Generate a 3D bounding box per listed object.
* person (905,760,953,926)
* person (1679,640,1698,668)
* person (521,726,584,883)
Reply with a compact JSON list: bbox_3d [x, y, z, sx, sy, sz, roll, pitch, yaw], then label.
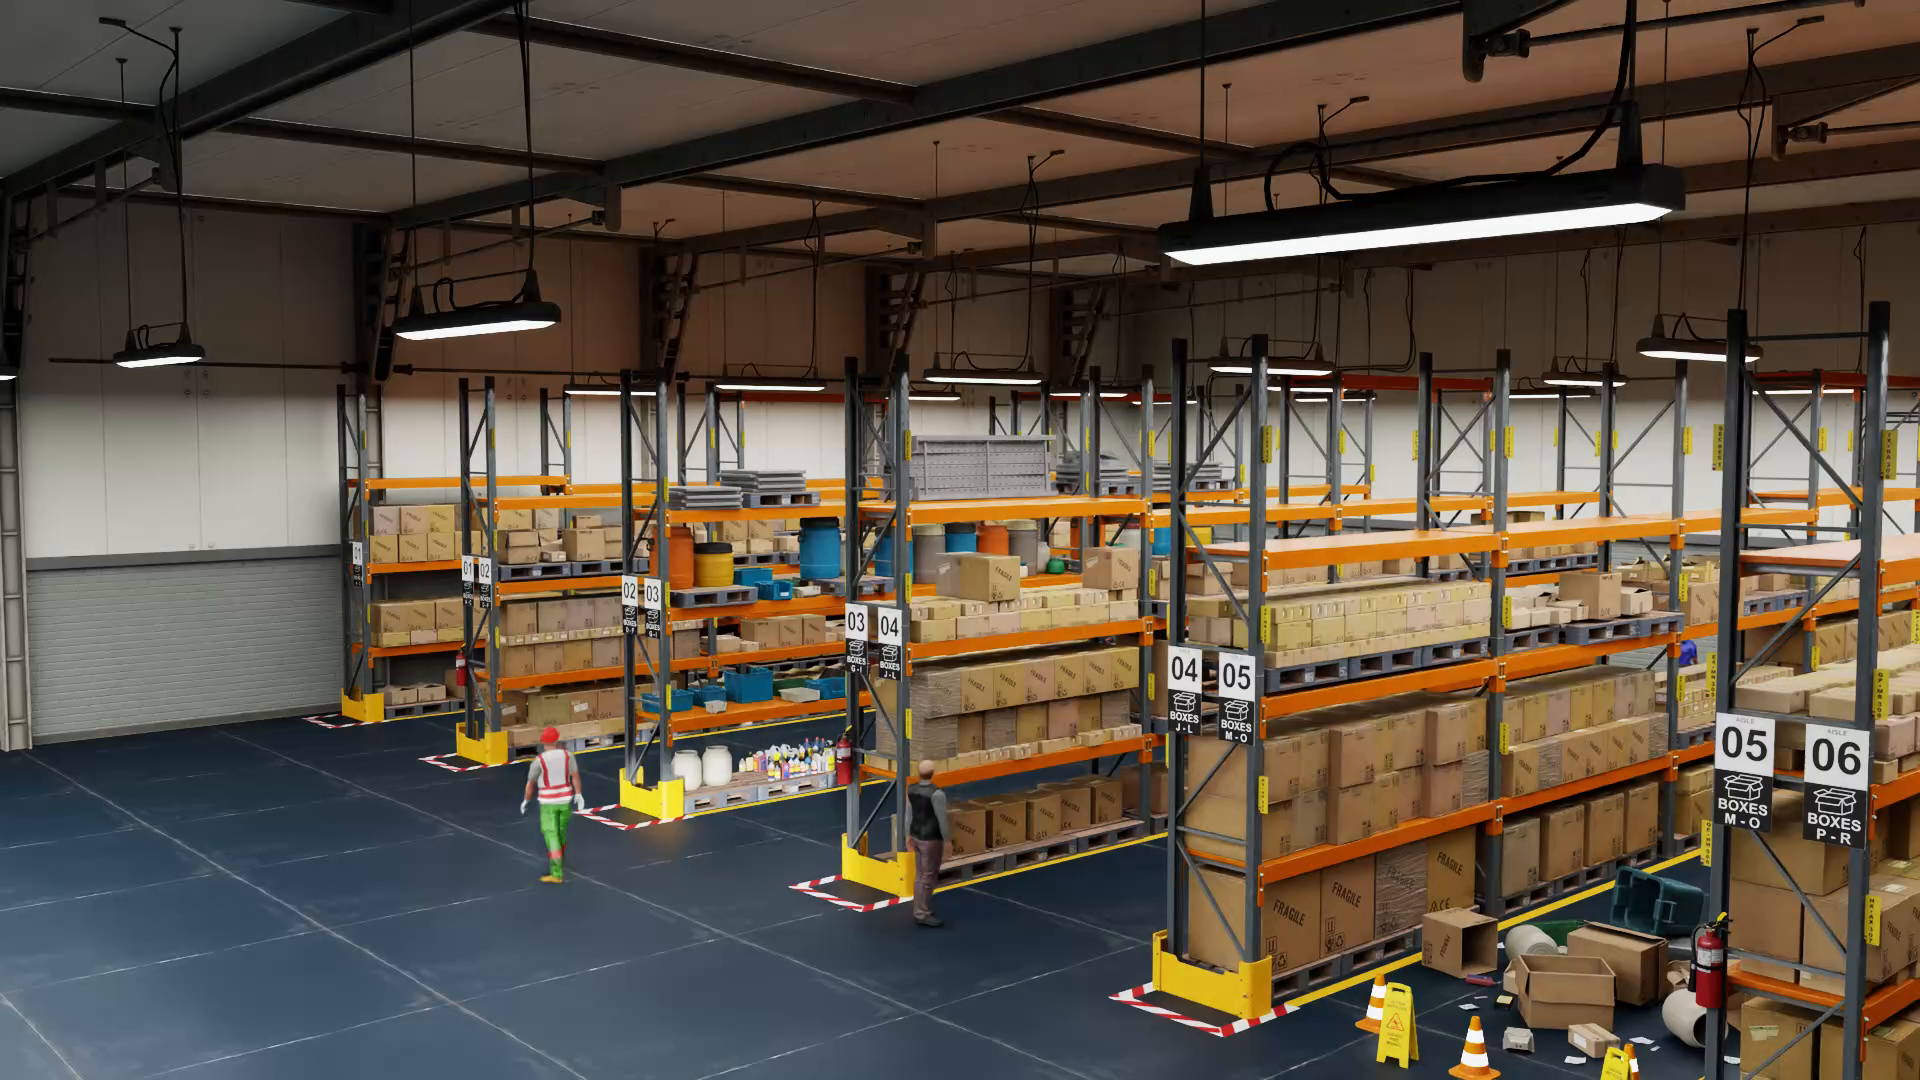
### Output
[{"bbox_3d":[-0.317,3.156,17.411,0.397,1.723,0.545,-2,4,-27],"label":"person"},{"bbox_3d":[13.105,2.370,30.104,0.545,1.606,0.846,2,4,32],"label":"person"},{"bbox_3d":[-4.715,3.011,19.249,0.837,1.751,0.664,4,5,44],"label":"person"}]
